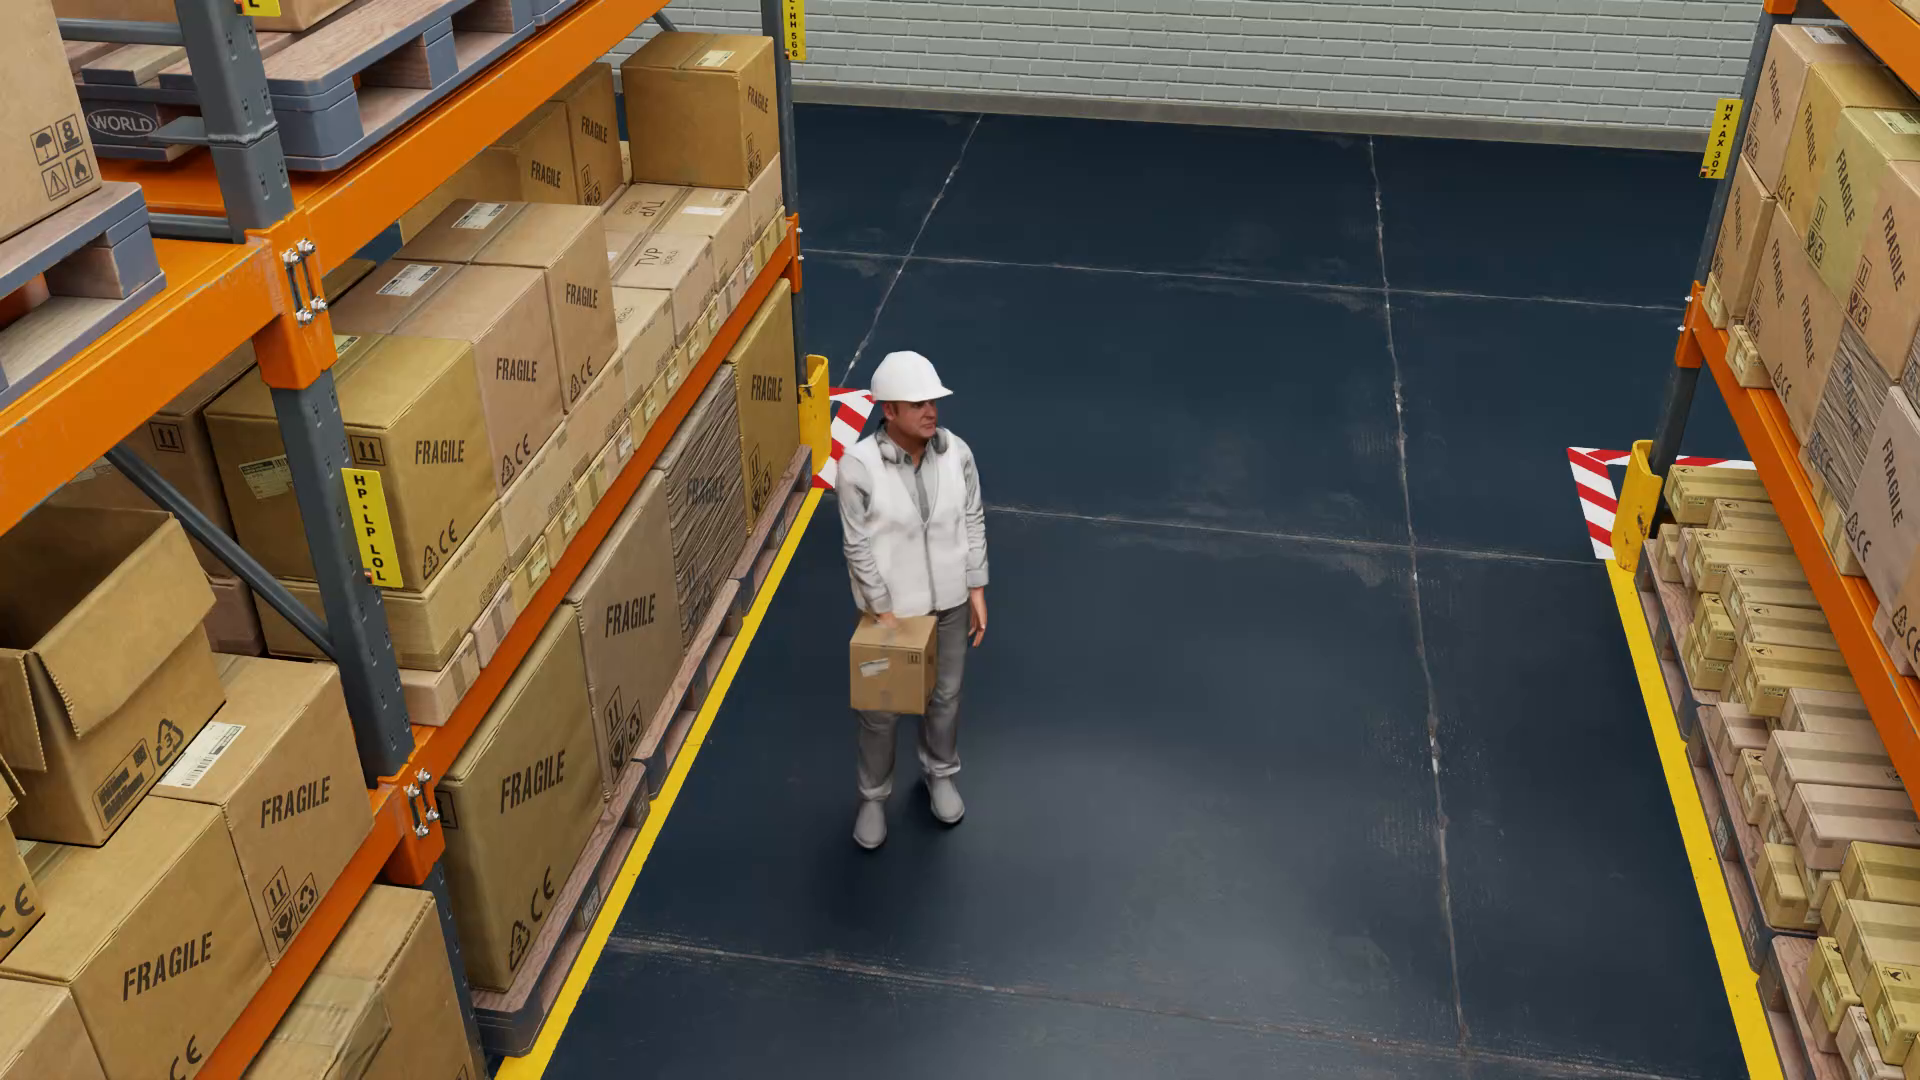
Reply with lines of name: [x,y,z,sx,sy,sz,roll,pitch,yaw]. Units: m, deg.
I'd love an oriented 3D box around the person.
person: [-0.170,0.224,5.747,0.589,1.773,0.486,-16,35,-23]
